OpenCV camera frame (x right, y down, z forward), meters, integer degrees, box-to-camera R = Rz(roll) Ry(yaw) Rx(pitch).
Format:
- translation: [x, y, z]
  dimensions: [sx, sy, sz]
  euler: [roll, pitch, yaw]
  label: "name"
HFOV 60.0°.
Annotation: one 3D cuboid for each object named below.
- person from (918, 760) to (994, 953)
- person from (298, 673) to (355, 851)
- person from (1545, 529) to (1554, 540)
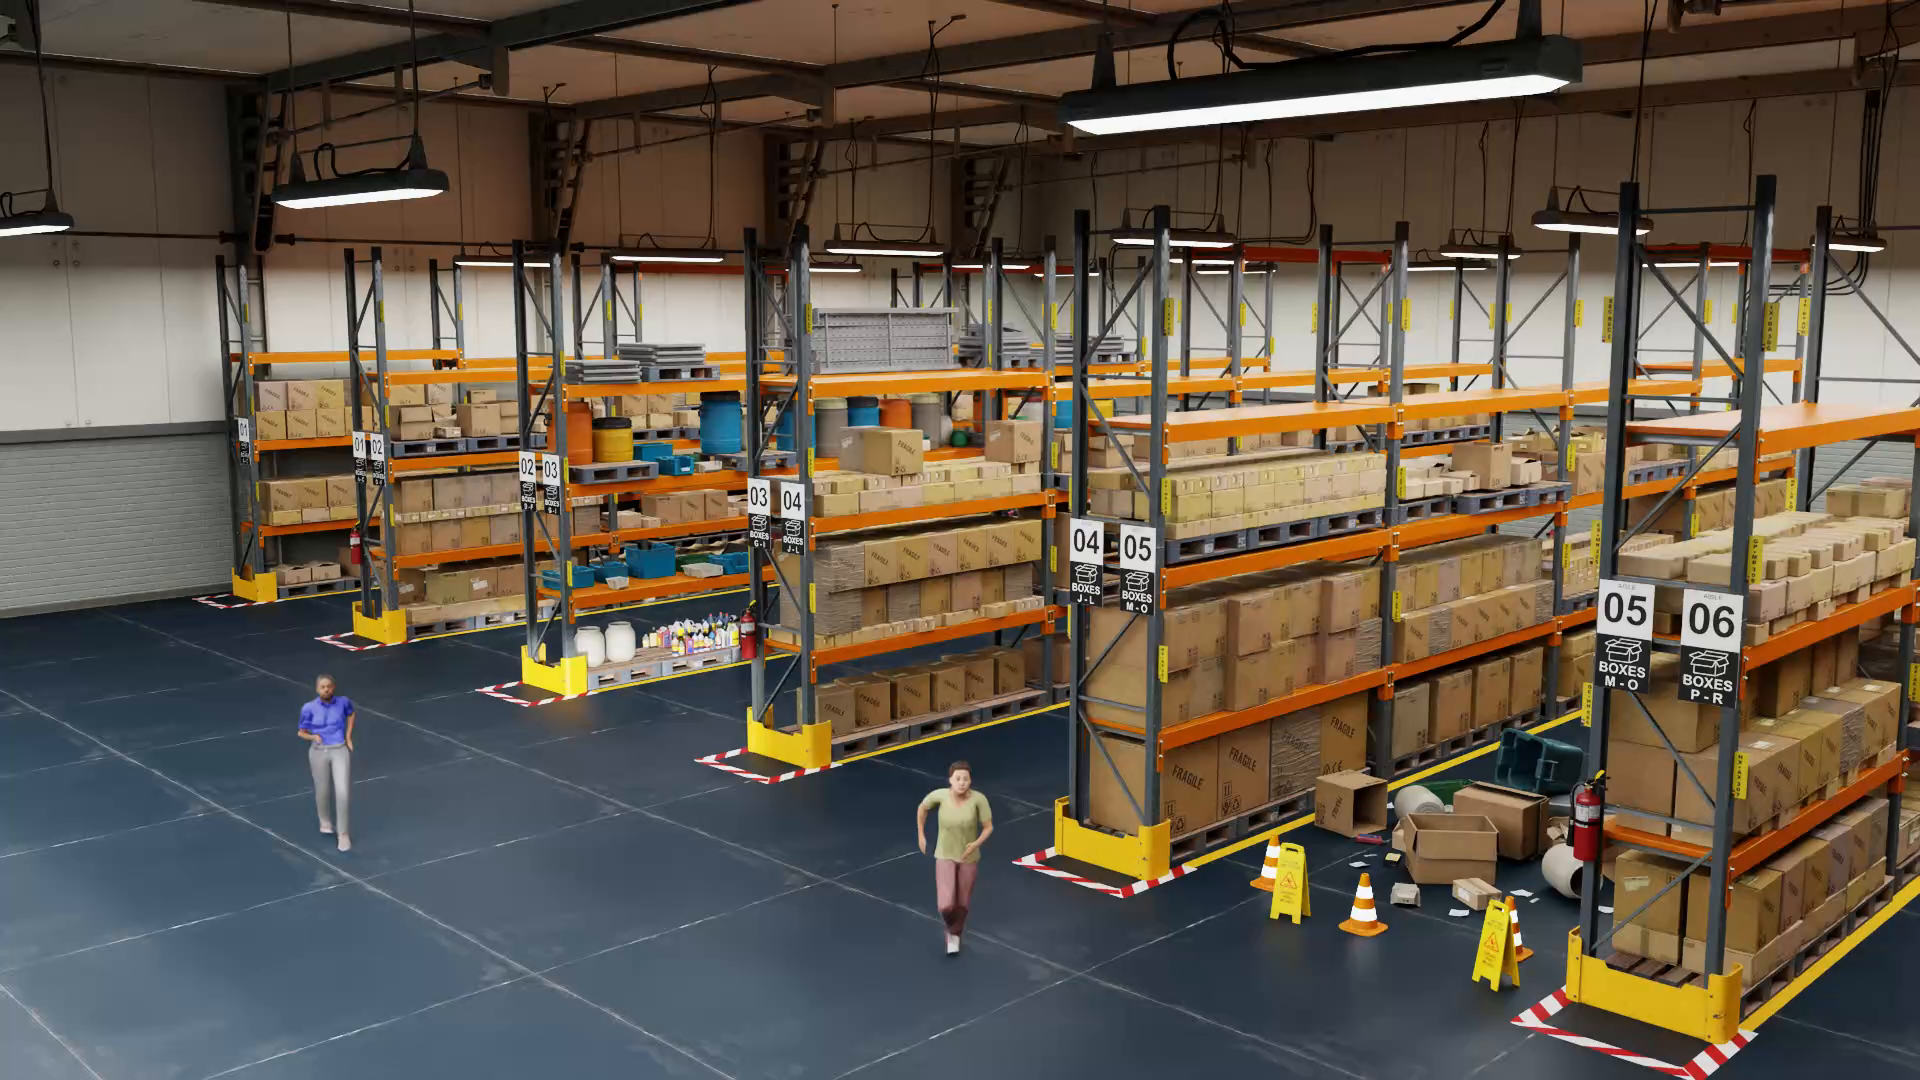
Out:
- translation: [-0.031, 2.511, 13.116]
  dimensions: [0.584, 1.611, 0.622]
  euler: [-1, 8, -4]
  label: "person"
- translation: [-6.060, 2.113, 15.966]
  dimensions: [0.526, 1.719, 0.810]
  euler: [-3, 9, -21]
  label: "person"
- translation: [9.009, 0.706, 25.352]
  dimensions: [0.601, 1.748, 0.632]
  euler: [-7, 11, -42]
  label: "person"
